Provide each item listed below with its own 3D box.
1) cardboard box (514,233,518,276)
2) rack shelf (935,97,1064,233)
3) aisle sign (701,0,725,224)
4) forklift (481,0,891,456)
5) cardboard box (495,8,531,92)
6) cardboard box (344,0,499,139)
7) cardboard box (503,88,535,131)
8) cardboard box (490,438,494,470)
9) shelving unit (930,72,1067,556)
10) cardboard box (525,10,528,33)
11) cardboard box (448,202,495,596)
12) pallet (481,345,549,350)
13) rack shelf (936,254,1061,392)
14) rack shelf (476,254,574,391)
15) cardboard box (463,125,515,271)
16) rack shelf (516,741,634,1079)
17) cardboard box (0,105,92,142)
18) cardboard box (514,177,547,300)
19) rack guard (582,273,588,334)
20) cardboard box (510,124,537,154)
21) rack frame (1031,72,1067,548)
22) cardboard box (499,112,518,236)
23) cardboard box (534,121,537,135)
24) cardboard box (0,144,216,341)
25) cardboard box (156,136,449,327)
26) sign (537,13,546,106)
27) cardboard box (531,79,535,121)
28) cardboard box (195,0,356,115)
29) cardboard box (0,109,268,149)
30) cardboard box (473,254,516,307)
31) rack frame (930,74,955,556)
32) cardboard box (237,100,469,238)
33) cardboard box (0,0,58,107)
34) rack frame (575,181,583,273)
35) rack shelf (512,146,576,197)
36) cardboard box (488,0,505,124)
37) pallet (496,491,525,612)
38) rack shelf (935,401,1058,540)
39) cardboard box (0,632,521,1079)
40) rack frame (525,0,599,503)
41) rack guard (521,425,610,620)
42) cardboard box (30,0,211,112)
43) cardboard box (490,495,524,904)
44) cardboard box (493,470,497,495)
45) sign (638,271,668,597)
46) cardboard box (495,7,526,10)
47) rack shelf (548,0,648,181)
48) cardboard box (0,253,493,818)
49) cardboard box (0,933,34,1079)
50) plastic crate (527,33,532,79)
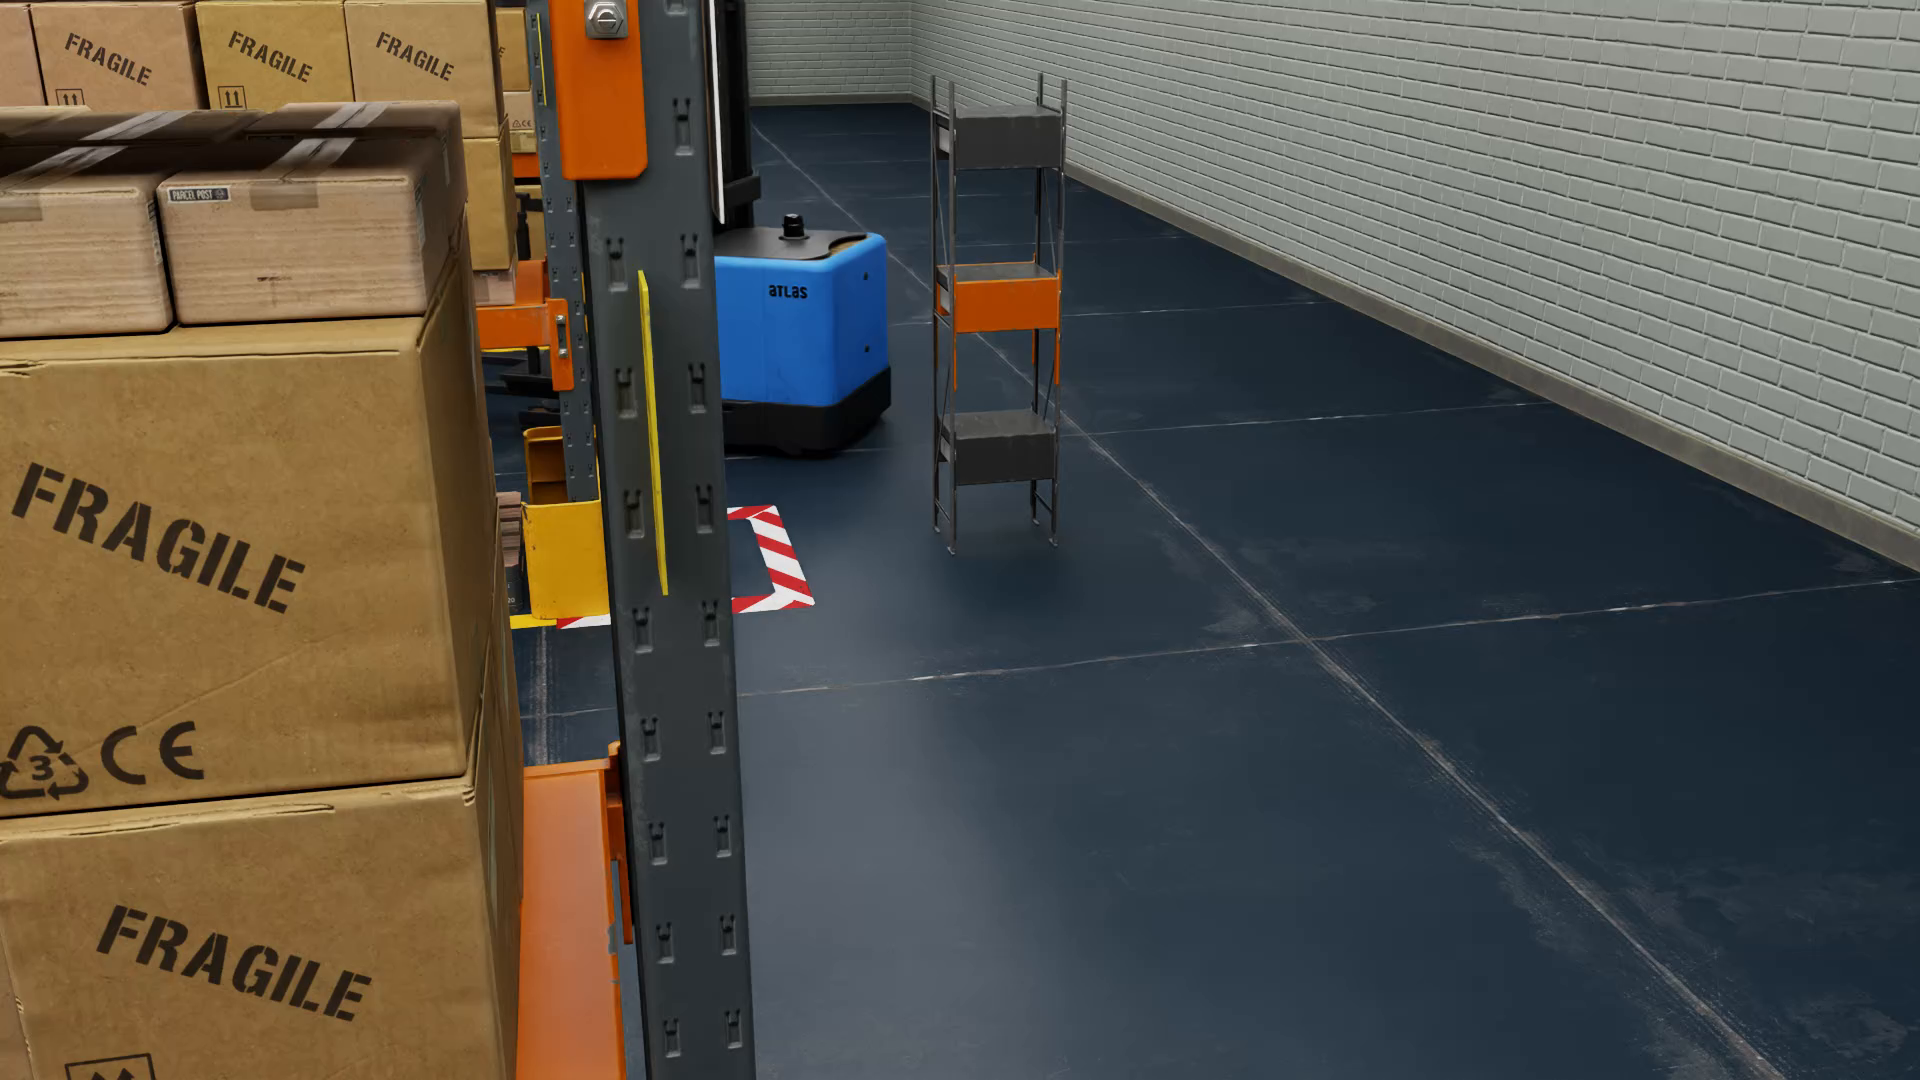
[{"bbox_3d":[-2.058,-1.252,7.238,0.250,0.149,0.380,-5,21,-13],"label":"cardboard box"},{"bbox_3d":[0.161,-1.644,7.253,0.480,0.518,0.431,-5,21,-12],"label":"rack shelf"},{"bbox_3d":[-0.288,-0.760,1.749,0.004,0.787,0.394,-5,21,-12],"label":"aisle sign"},{"bbox_3d":[-1.980,-2.103,9.295,3.031,2.935,1.130,6,21,16],"label":"forklift"},{"bbox_3d":[-3.124,-3.249,11.019,0.500,0.500,0.500,-4,21,-12],"label":"cardboard box"},{"bbox_3d":[-2.055,-1.823,6.398,0.500,0.500,0.500,-5,21,-14],"label":"cardboard box"},{"bbox_3d":[-3.121,-2.897,11.147,0.500,0.250,0.500,-5,21,-13],"label":"cardboard box"},{"bbox_3d":[-2.236,-0.329,7.453,0.250,0.149,0.380,-4,20,-10],"label":"cardboard box"},{"bbox_3d":[0.161,-0.999,7.489,0.503,2.100,0.431,-5,21,-12],"label":"shelving unit"},{"bbox_3d":[-5.359,-6.191,20.209,0.500,0.500,0.500,-4,20,-11],"label":"cardboard box"},{"bbox_3d":[-0.962,-0.211,2.431,0.500,0.500,0.500,-5,21,-14],"label":"cardboard box"},{"bbox_3d":[-3.470,-1.556,11.754,1.213,0.211,1.003,-5,21,-12],"label":"pallet"},{"bbox_3d":[0.161,-0.986,7.494,0.480,0.518,0.431,-5,21,-12],"label":"rack shelf"},{"bbox_3d":[-3.614,-0.790,6.657,4.000,0.370,1.077,-5,21,-12],"label":"rack shelf"},{"bbox_3d":[-2.045,-1.351,6.564,0.500,0.500,0.500,-4,21,-11],"label":"cardboard box"},{"bbox_3d":[-2.376,0.859,2.155,4.000,0.370,1.077,-5,21,-12],"label":"rack shelf"},{"bbox_3d":[-1.357,-0.496,2.266,0.250,0.149,0.380,-4,20,-11],"label":"cardboard box"},{"bbox_3d":[-3.315,-2.077,11.601,0.875,0.875,0.875,-5,21,-12],"label":"cardboard box"},{"bbox_3d":[-2.687,-1.783,11.954,0.348,0.500,1.175,-5,21,-12],"label":"rack guard"},{"bbox_3d":[-2.981,-2.698,11.184,0.250,0.149,0.380,-4,21,-11],"label":"cardboard box"},{"bbox_3d":[0.399,-1.018,7.542,0.015,2.100,0.400,-5,21,-12],"label":"rack frame"},{"bbox_3d":[-2.168,-1.530,7.052,0.500,0.500,0.500,-4,20,-10],"label":"cardboard box"},{"bbox_3d":[-3.132,-2.919,11.787,0.250,0.149,0.380,-4,21,-12],"label":"cardboard box"},{"bbox_3d":[-0.975,-0.335,1.825,0.250,0.149,0.380,-4,21,-11],"label":"cardboard box"},{"bbox_3d":[-0.733,-0.363,1.902,0.250,0.149,0.380,-4,21,-12],"label":"cardboard box"},{"bbox_3d":[-1.559,-1.791,6.200,0.005,0.325,0.100,-5,21,-12],"label":"sign"},{"bbox_3d":[-3.239,-3.076,11.637,0.500,0.250,0.500,-5,21,-14],"label":"cardboard box"},{"bbox_3d":[-2.548,-1.783,6.289,0.500,0.500,0.500,-5,21,-14],"label":"cardboard box"},{"bbox_3d":[-1.078,-0.478,2.217,0.250,0.149,0.380,-4,21,-11],"label":"cardboard box"},{"bbox_3d":[-1.919,-1.048,6.679,0.250,0.149,0.380,-5,21,-12],"label":"cardboard box"},{"bbox_3d":[-0.076,-0.980,7.436,0.015,2.100,0.400,-5,21,-12],"label":"rack frame"},{"bbox_3d":[-0.839,-0.523,2.339,0.250,0.149,0.380,-4,21,-11],"label":"cardboard box"},{"bbox_3d":[-3.566,-1.696,6.051,0.500,0.500,0.500,-5,21,-14],"label":"cardboard box"},{"bbox_3d":[-2.710,-2.954,11.519,0.127,3.000,1.000,-5,21,-12],"label":"rack frame"},{"bbox_3d":[-4.657,-2.458,11.211,4.000,0.370,1.077,-5,21,-12],"label":"rack shelf"},{"bbox_3d":[-2.165,-1.996,6.870,0.500,0.500,0.500,-5,21,-13],"label":"cardboard box"},{"bbox_3d":[-2.540,0.082,7.285,1.213,0.211,1.003,-5,21,-12],"label":"pallet"},{"bbox_3d":[0.161,-0.329,7.735,0.480,0.518,0.431,-5,21,-12],"label":"rack shelf"},{"bbox_3d":[-0.838,0.443,2.100,0.500,0.500,0.500,-5,21,-12],"label":"cardboard box"},{"bbox_3d":[-1.667,-1.286,6.965,0.127,3.000,1.000,-5,21,-12],"label":"rack frame"},{"bbox_3d":[-1.741,-0.106,7.378,0.348,0.500,1.175,-5,21,-12],"label":"rack guard"},{"bbox_3d":[-3.052,-1.739,6.168,0.500,0.500,0.500,-4,20,-10],"label":"cardboard box"},{"bbox_3d":[-0.963,0.258,2.605,0.500,0.500,0.500,-5,21,-13],"label":"cardboard box"},{"bbox_3d":[-2.251,-0.210,7.562,0.250,0.149,0.380,-4,21,-11],"label":"cardboard box"},{"bbox_3d":[-0.318,-0.109,1.725,0.005,0.325,0.100,-5,21,-12],"label":"sign"},{"bbox_3d":[-5.356,-6.660,20.036,0.500,0.500,0.500,-5,21,-13],"label":"cardboard box"},{"bbox_3d":[-2.376,-0.550,1.639,4.000,0.370,1.077,-5,21,-12],"label":"rack shelf"},{"bbox_3d":[-0.844,-0.036,1.953,0.500,0.500,0.500,-4,20,-11],"label":"cardboard box"},{"bbox_3d":[-1.330,0.477,2.006,0.500,0.500,0.500,-5,21,-14],"label":"cardboard box"},{"bbox_3d":[-4.133,-4.568,15.786,0.499,0.435,0.616,-5,21,-12],"label":"plastic crate"}]
